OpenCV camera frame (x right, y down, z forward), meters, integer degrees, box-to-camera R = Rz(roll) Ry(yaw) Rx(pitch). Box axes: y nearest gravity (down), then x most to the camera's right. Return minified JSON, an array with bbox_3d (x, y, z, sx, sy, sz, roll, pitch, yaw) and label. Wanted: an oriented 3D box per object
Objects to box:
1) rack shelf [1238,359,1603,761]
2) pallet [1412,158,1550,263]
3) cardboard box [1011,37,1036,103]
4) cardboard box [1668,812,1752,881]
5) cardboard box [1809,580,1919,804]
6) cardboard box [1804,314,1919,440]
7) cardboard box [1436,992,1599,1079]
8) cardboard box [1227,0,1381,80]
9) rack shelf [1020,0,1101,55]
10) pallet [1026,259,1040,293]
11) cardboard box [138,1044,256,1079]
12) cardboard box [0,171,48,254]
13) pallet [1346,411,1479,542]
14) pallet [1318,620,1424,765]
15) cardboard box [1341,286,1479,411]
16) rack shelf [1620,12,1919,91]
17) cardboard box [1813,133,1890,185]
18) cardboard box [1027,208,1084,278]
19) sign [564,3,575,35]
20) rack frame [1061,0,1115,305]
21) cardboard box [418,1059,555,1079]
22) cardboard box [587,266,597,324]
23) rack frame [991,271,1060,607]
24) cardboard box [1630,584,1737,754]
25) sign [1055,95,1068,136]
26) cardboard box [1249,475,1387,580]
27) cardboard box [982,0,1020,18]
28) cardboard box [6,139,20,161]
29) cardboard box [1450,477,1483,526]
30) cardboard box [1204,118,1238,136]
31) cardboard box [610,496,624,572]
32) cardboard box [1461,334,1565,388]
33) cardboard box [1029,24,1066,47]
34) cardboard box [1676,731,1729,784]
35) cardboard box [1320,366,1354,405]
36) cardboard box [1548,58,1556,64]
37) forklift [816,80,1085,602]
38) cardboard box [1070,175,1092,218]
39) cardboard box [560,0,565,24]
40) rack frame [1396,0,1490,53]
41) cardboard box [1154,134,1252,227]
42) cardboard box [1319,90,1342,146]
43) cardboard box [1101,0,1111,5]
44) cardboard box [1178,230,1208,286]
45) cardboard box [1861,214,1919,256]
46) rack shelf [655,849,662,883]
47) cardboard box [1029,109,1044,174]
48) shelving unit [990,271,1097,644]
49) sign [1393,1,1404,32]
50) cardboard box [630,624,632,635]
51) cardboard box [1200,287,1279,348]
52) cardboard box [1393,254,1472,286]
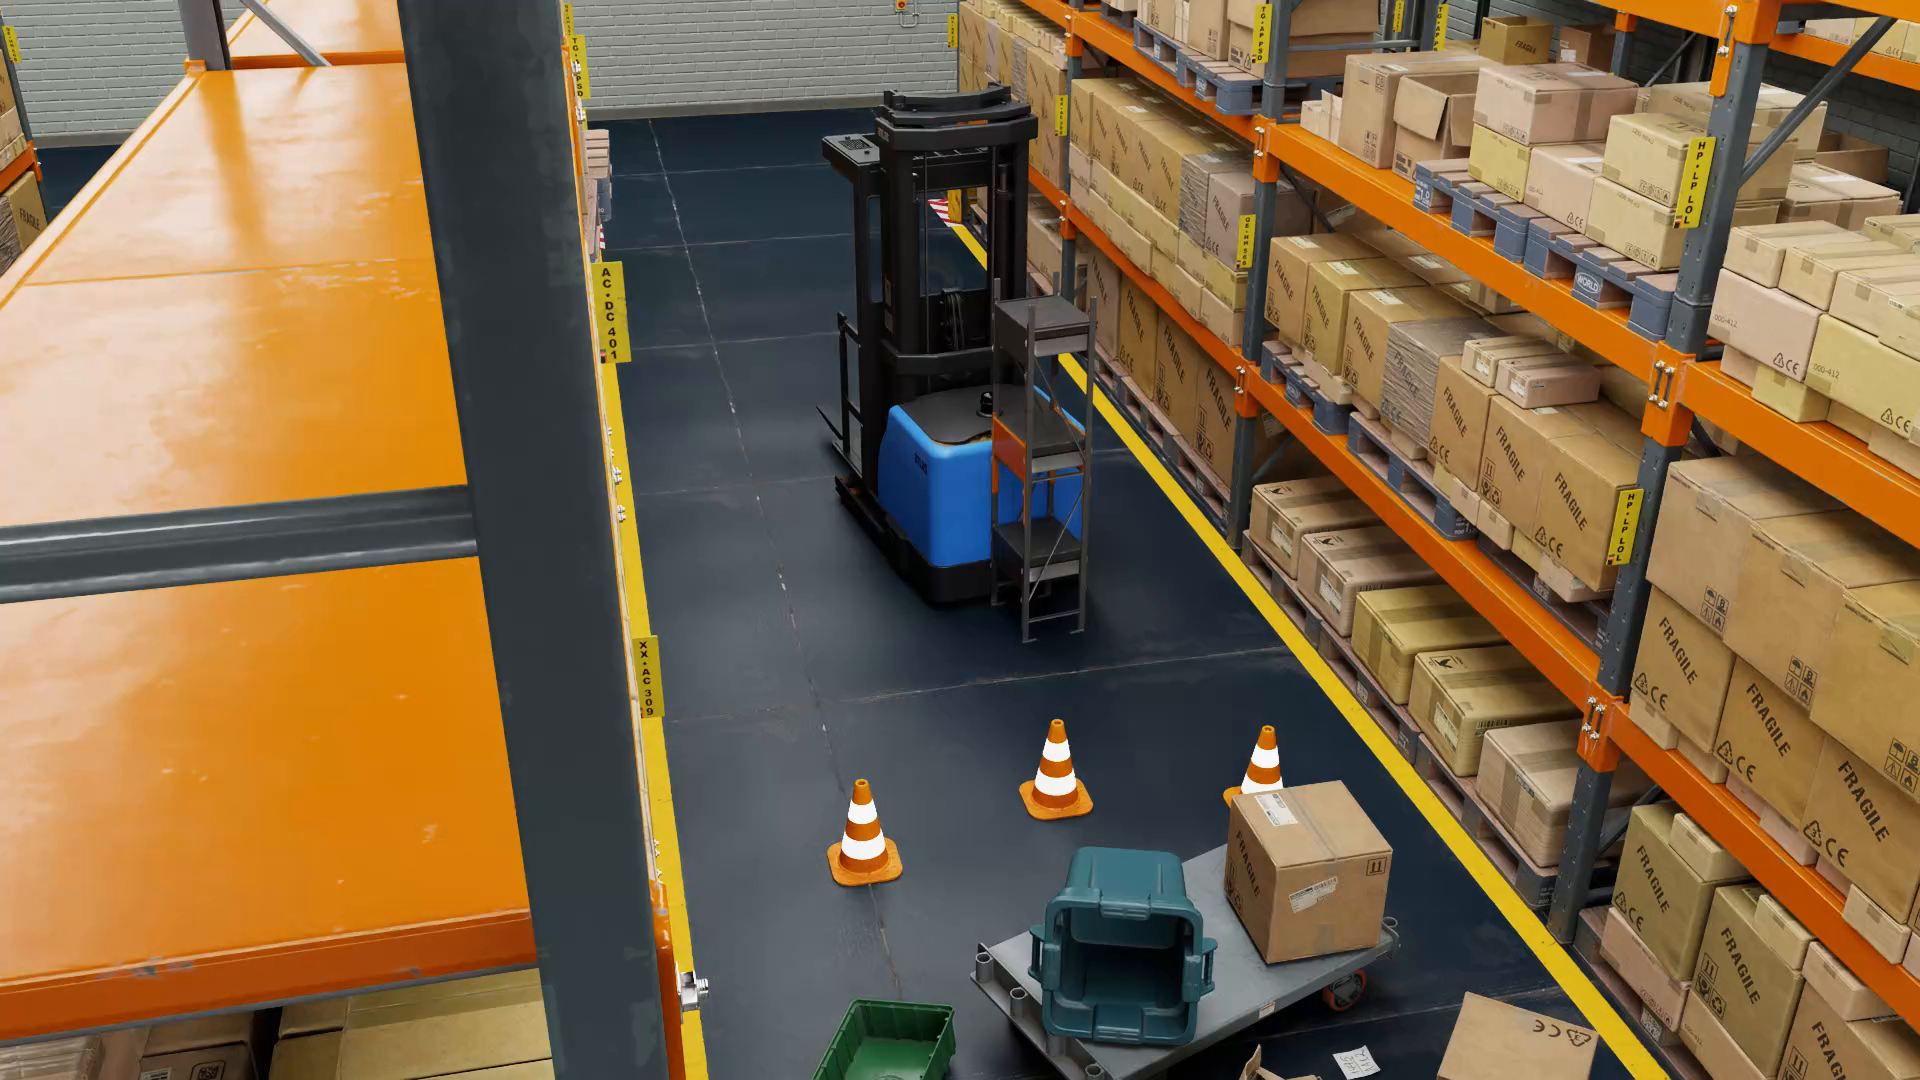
[{"bbox_3d":[2.721,-0.147,8.857,1.077,0.370,4.000,-6,27,-12],"label":"rack shelf"},{"bbox_3d":[2.899,-1.582,7.781,1.213,0.211,1.003,-6,27,-12],"label":"pallet"},{"bbox_3d":[0.763,-4.218,14.904,0.500,0.500,0.500,-6,27,-11],"label":"cardboard box"},{"bbox_3d":[3.011,1.173,6.477,0.380,0.149,0.250,-6,27,-11],"label":"cardboard box"},{"bbox_3d":[3.240,0.451,5.323,0.700,0.500,0.500,-7,28,-13],"label":"cardboard box"},{"bbox_3d":[3.129,-0.548,5.362,0.500,0.250,0.500,-6,27,-12],"label":"cardboard box"},{"bbox_3d":[2.087,2.133,6.312,0.500,0.500,0.500,13,30,24],"label":"cardboard box"},{"bbox_3d":[2.038,-3.069,9.938,0.797,0.503,0.637,-8,28,-15],"label":"cardboard box"},{"bbox_3d":[0.918,-4.998,15.139,1.077,0.370,4.000,-6,27,-12],"label":"rack shelf"},{"bbox_3d":[0.995,-2.736,16.282,1.003,0.211,1.213,-6,27,-12],"label":"pallet"},{"bbox_3d":[-1.110,0.890,1.936,0.500,0.250,0.500,-6,27,-11],"label":"cardboard box"},{"bbox_3d":[-8.966,-2.818,15.242,0.875,0.875,0.875,-6,27,-12],"label":"cardboard box"},{"bbox_3d":[2.756,-0.395,8.764,1.003,0.211,1.213,-6,27,-12],"label":"pallet"},{"bbox_3d":[2.716,0.777,9.324,1.003,0.211,1.213,-6,27,-12],"label":"pallet"},{"bbox_3d":[2.396,-1.029,8.900,0.500,0.500,0.500,-5,27,-11],"label":"cardboard box"},{"bbox_3d":[6.654,-3.748,12.662,1.077,0.370,4.000,-6,27,-12],"label":"rack shelf"},{"bbox_3d":[6.557,-2.783,12.701,0.797,0.503,0.637,-7,28,-13],"label":"cardboard box"},{"bbox_3d":[1.129,-2.825,15.742,0.875,0.438,0.875,-7,28,-13],"label":"cardboard box"},{"bbox_3d":[-3.788,-5.017,16.071,0.100,0.325,0.005,-6,27,-12],"label":"sign"},{"bbox_3d":[1.369,-3.102,13.913,1.000,3.000,0.127,-6,27,-12],"label":"rack frame"},{"bbox_3d":[-0.492,0.719,1.831,0.380,0.149,0.250,-6,27,-11],"label":"cardboard box"},{"bbox_3d":[-1.179,-0.619,4.481,0.380,0.149,0.250,-6,27,-12],"label":"cardboard box"},{"bbox_3d":[0.379,-0.561,9.877,0.400,2.100,0.015,-10,28,-19],"label":"rack frame"},{"bbox_3d":[2.999,0.454,6.427,0.500,0.500,0.500,-6,27,-12],"label":"cardboard box"},{"bbox_3d":[0.828,-3.467,13.587,0.100,0.325,0.005,-6,27,-12],"label":"sign"},{"bbox_3d":[2.388,-0.111,10.438,0.950,0.372,0.625,-8,28,-15],"label":"cardboard box"},{"bbox_3d":[0.430,-5.107,15.946,0.380,0.149,0.250,-7,28,-13],"label":"cardboard box"},{"bbox_3d":[-8.727,-3.503,14.986,0.380,0.149,0.250,-6,27,-11],"label":"cardboard box"},{"bbox_3d":[2.590,-0.202,7.980,0.380,0.149,0.250,-6,27,-11],"label":"cardboard box"},{"bbox_3d":[2.064,-2.746,11.987,0.500,0.500,0.500,-6,27,-11],"label":"cardboard box"},{"bbox_3d":[-0.835,0.049,3.159,0.380,0.149,0.250,-6,27,-11],"label":"cardboard box"},{"bbox_3d":[2.595,-0.843,7.811,0.380,0.149,0.250,-7,28,-14],"label":"cardboard box"},{"bbox_3d":[0.823,-4.438,14.620,0.380,0.149,0.250,-6,27,-12],"label":"cardboard box"},{"bbox_3d":[3.037,0.799,6.464,0.380,0.149,0.250,-5,27,-10],"label":"cardboard box"},{"bbox_3d":[2.252,-0.885,9.333,0.380,0.149,0.250,-6,27,-11],"label":"cardboard box"},{"bbox_3d":[5.886,-4.810,17.134,0.500,0.250,0.500,-5,27,-10],"label":"cardboard box"},{"bbox_3d":[-0.227,-1.570,10.953,1.130,2.935,3.031,-10,28,-19],"label":"forklift"},{"bbox_3d":[1.211,-2.815,13.511,0.500,0.250,0.500,-7,28,-13],"label":"cardboard box"},{"bbox_3d":[-3.279,-4.057,12.643,0.500,0.250,0.500,-5,27,-9],"label":"cardboard box"},{"bbox_3d":[5.302,-5.364,18.394,1.000,3.000,0.127,-6,27,-12],"label":"rack frame"},{"bbox_3d":[1.670,-2.481,11.461,0.500,0.500,0.500,-6,27,-12],"label":"cardboard box"},{"bbox_3d":[2.233,-2.357,9.258,0.396,0.266,0.258,-6,27,-12],"label":"cardboard box"},{"bbox_3d":[1.285,-4.257,12.295,0.500,0.500,0.500,-6,27,-13],"label":"cardboard box"},{"bbox_3d":[1.794,-1.914,11.171,0.500,0.250,0.500,-7,28,-13],"label":"cardboard box"},{"bbox_3d":[3.456,-1.056,5.925,0.380,0.149,0.250,-5,27,-11],"label":"cardboard box"},{"bbox_3d":[-1.178,2.156,4.294,1.077,0.370,4.000,-6,27,-12],"label":"rack shelf"},{"bbox_3d":[0.894,-3.550,14.689,0.500,0.500,0.500,-7,28,-13],"label":"cardboard box"},{"bbox_3d":[0.468,-0.458,9.675,0.431,2.100,0.503,-10,28,-19],"label":"shelving unit"},{"bbox_3d":[4.774,-5.695,18.090,0.100,0.325,0.005,-6,27,-12],"label":"sign"},{"bbox_3d":[-1.485,0.654,6.360,0.500,0.500,0.500,-6,27,-11],"label":"cardboard box"},{"bbox_3d":[1.903,-1.475,10.856,0.500,0.250,0.500,-7,28,-13],"label":"cardboard box"},{"bbox_3d":[2.770,-1.314,9.463,0.500,0.500,0.500,-6,27,-12],"label":"cardboard box"}]
